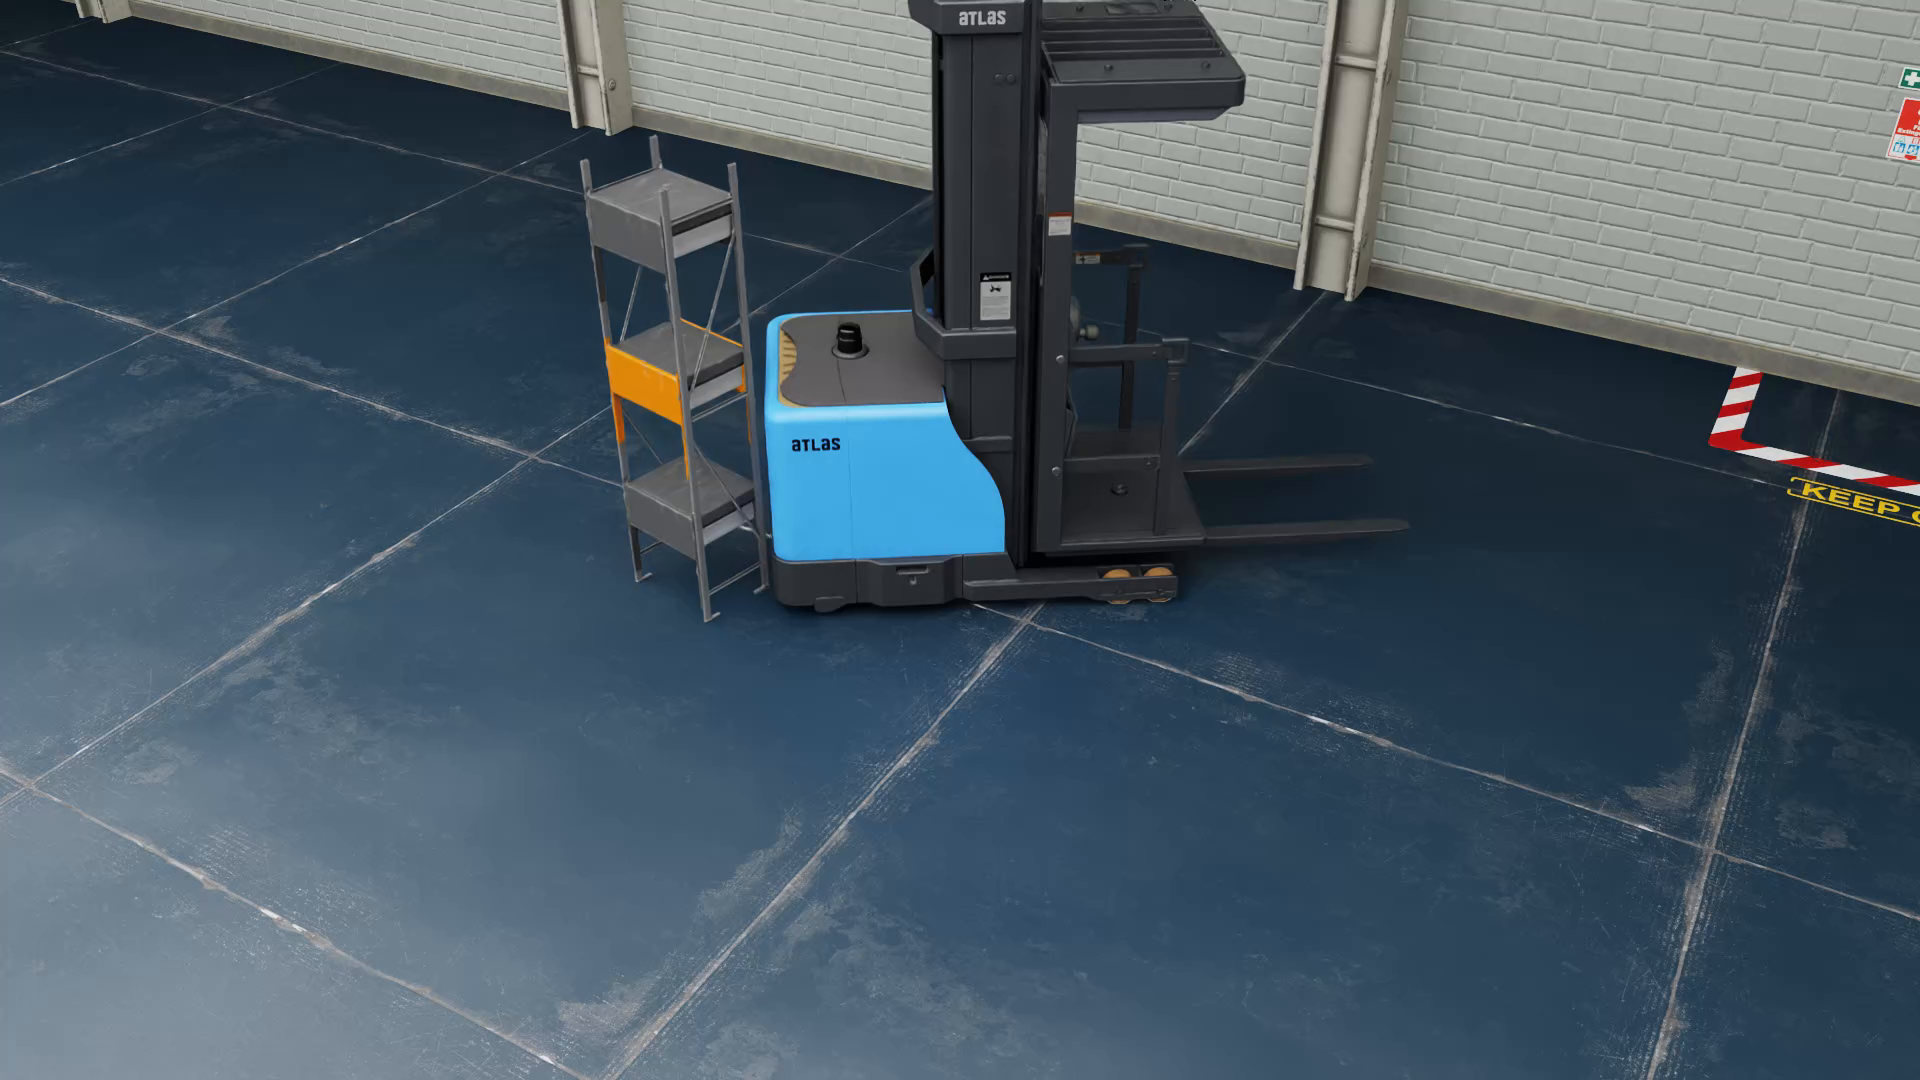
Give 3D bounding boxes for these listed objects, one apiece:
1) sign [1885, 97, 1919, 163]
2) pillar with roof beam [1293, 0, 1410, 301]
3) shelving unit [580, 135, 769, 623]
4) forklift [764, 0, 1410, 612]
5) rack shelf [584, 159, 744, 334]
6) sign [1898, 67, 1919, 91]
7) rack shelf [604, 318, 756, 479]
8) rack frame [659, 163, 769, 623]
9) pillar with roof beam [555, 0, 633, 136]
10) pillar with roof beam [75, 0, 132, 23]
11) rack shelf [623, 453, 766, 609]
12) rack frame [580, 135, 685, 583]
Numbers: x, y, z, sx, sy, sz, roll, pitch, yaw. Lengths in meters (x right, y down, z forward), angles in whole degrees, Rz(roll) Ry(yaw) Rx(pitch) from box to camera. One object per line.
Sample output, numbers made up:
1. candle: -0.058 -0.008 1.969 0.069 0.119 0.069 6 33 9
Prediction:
1. sign: 5.040 -2.148 8.737 0.234 0.329 0.001 18 37 24
2. pillar with roof beam: 0.250 -3.309 5.100 0.400 9.000 9.100 18 37 24
3. shelving unit: -1.229 -0.664 7.353 0.503 2.100 0.431 26 41 33
4. forklift: 0.615 -1.208 7.419 3.031 2.935 1.130 -3 34 -4
5. rack shelf: -1.230 -1.236 6.972 0.480 0.518 0.431 26 41 33
6. sign: 5.039 -2.363 8.582 0.331 0.109 0.001 18 37 24
7. rack shelf: -1.229 -0.653 7.360 0.480 0.518 0.431 26 41 33
8. rack frame: -1.045 -0.576 7.219 0.015 2.100 0.400 26 41 33
9. pillar with roof beam: -4.959 -4.959 7.578 0.400 9.000 9.100 18 37 24
10. pillar with roof beam: -10.169 -6.609 10.056 0.400 9.000 9.100 18 37 24
11. rack shelf: -1.229 -0.070 7.748 0.480 0.518 0.431 26 41 33
12. rack frame: -1.413 -0.753 7.486 0.015 2.100 0.400 26 41 33
